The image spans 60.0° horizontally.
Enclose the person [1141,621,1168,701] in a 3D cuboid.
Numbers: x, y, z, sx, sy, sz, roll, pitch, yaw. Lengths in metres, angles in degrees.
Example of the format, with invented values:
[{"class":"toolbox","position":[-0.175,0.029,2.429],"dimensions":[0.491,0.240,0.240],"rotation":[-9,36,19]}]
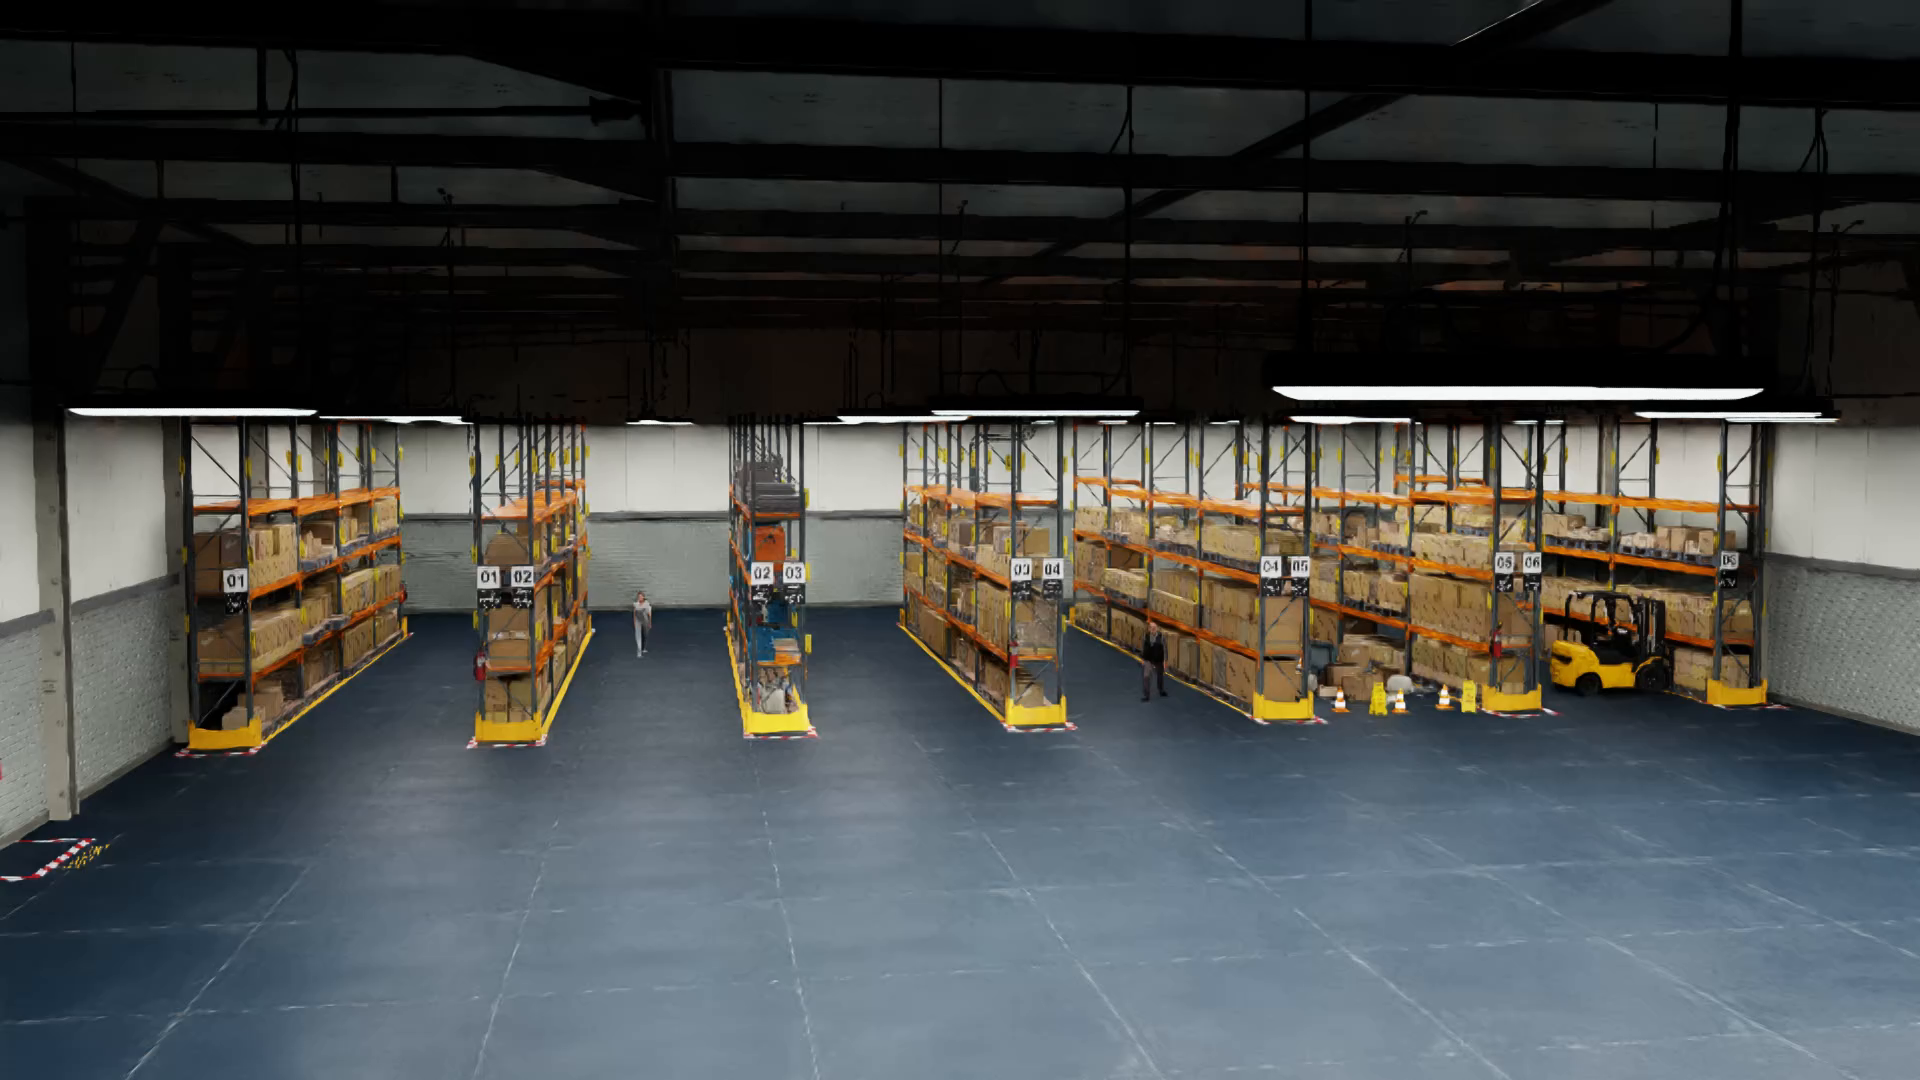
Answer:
[{"class":"person","position":[4.077,2.573,34.860],"dimensions":[0.574,1.572,0.955],"rotation":[1,4,12]}]

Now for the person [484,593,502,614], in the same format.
[{"class":"person","position":[-14.114,1.396,50.405],"dimensions":[0.460,1.780,0.704],"rotation":[2,4,24]}]

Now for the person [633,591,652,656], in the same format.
[{"class":"person","position":[-7.955,2.079,41.674],"dimensions":[0.455,1.612,1.019],"rotation":[-1,4,-10]}]

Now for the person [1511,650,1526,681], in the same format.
[{"class":"person","position":[12.480,2.374,37.412],"dimensions":[0.493,1.596,0.509],"rotation":[1,4,17]}]
